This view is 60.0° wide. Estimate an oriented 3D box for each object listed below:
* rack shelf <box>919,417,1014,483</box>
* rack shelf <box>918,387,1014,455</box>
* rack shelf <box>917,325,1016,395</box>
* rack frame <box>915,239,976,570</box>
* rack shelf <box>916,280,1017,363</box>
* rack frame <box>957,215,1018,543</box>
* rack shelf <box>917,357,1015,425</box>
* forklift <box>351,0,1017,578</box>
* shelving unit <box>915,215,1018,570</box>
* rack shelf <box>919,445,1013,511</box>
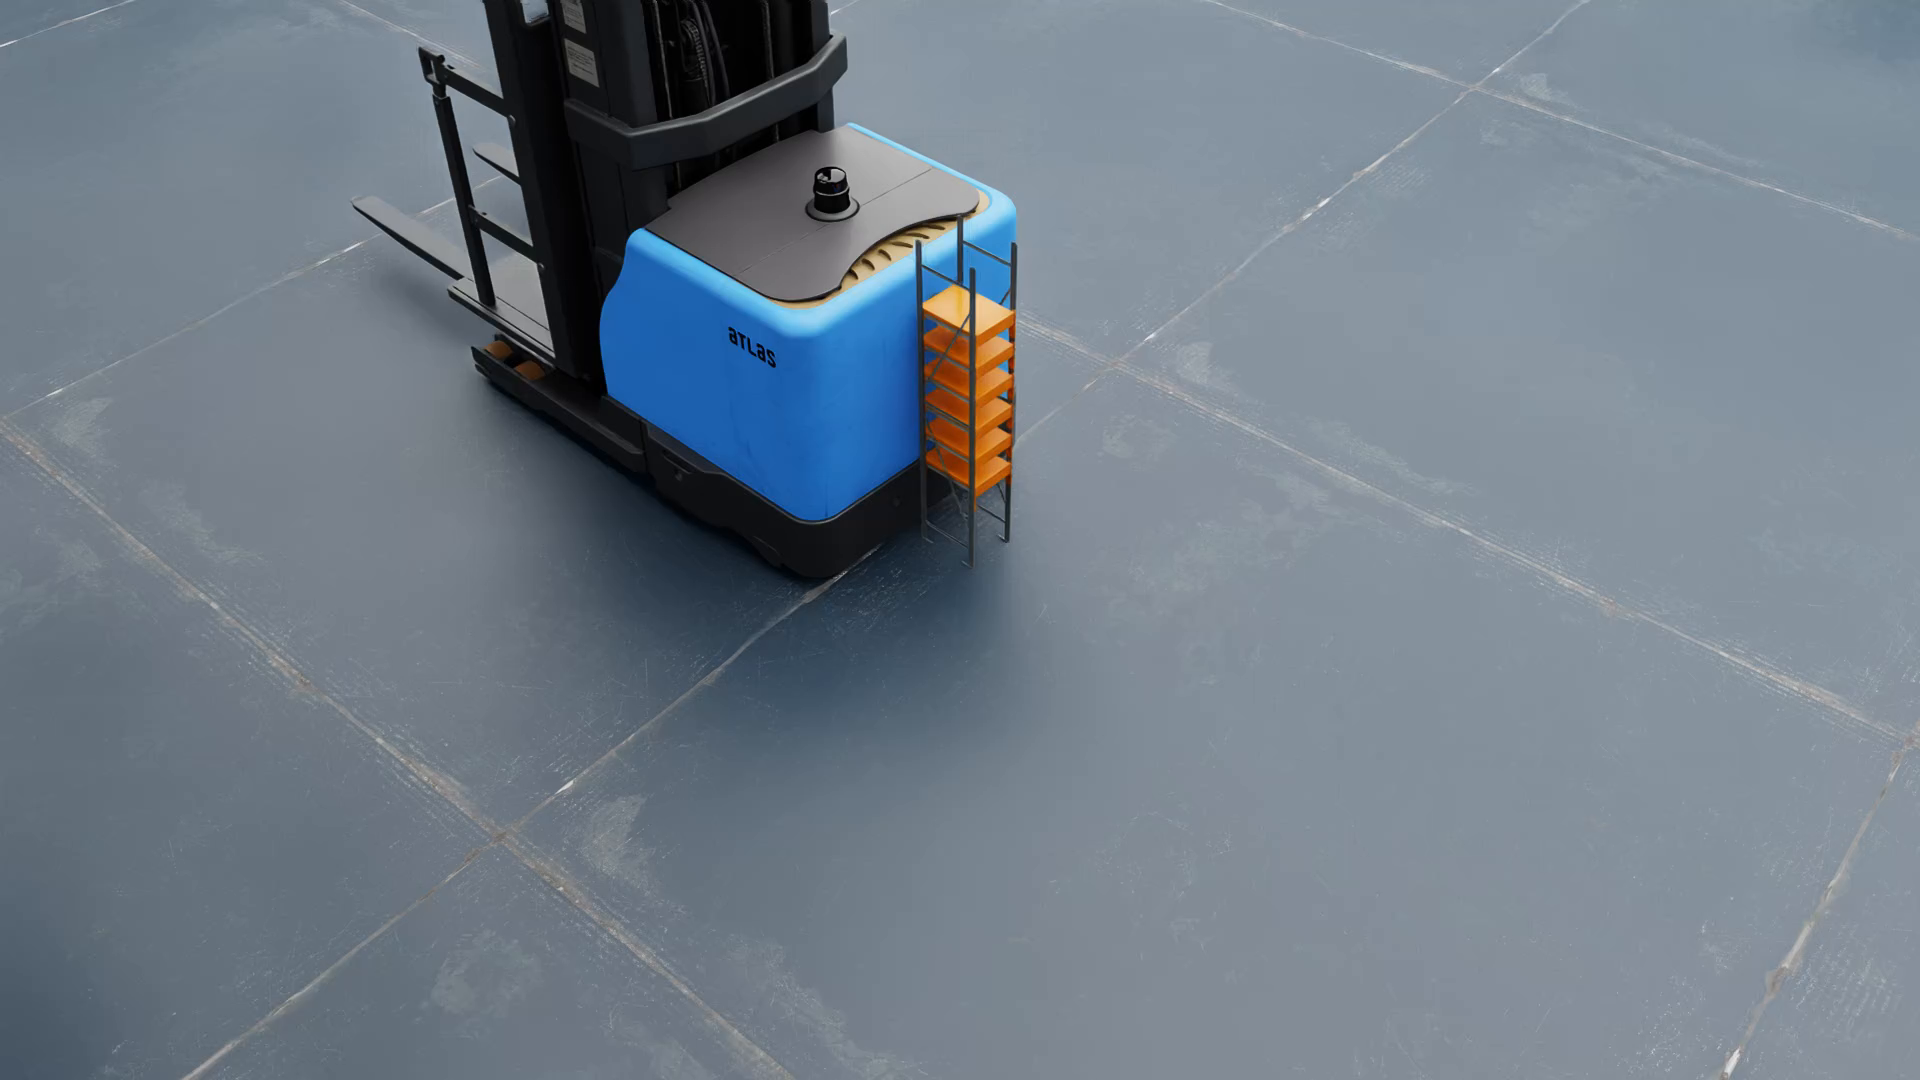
[{"bbox_3d":[0.020,-0.321,5.456,0.258,0.103,0.180,32,51,30],"label":"rack shelf"},{"bbox_3d":[0.020,-0.410,5.375,0.258,0.103,0.180,32,51,30],"label":"rack shelf"},{"bbox_3d":[0.020,-0.587,5.213,0.258,0.103,0.180,32,51,30],"label":"rack shelf"},{"bbox_3d":[-0.042,-0.397,5.295,0.240,1.200,0.006,32,51,30],"label":"rack frame"},{"bbox_3d":[0.020,-0.676,5.133,0.258,0.103,0.180,32,51,30],"label":"rack shelf"},{"bbox_3d":[0.082,-0.488,5.395,0.240,1.200,0.006,32,51,30],"label":"rack frame"},{"bbox_3d":[0.020,-0.498,5.294,0.258,0.103,0.180,32,51,30],"label":"rack shelf"},{"bbox_3d":[-1.225,-1.825,5.579,3.031,2.935,1.130,32,51,30],"label":"forklift"},{"bbox_3d":[0.020,-0.443,5.345,0.258,1.200,0.189,32,51,30],"label":"shelving unit"},{"bbox_3d":[0.020,-0.232,5.536,0.258,0.103,0.180,32,51,30],"label":"rack shelf"}]
